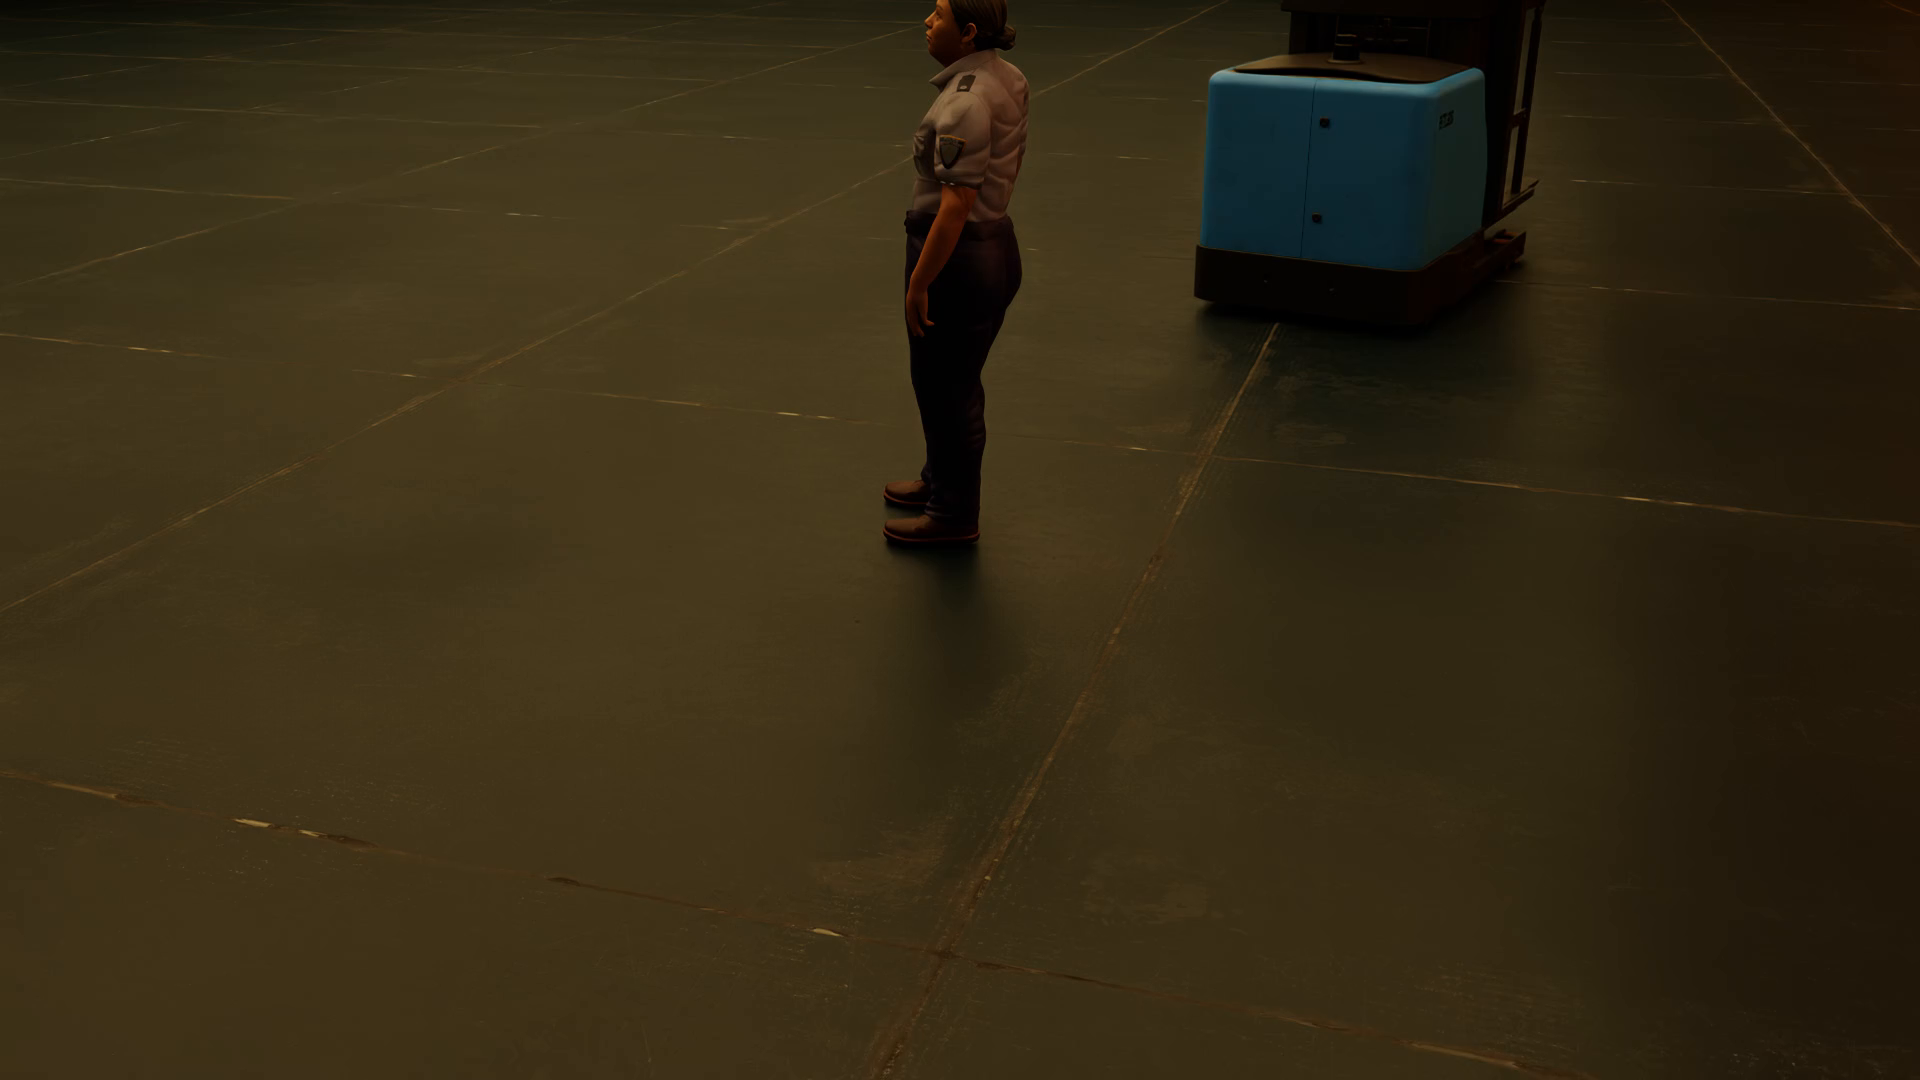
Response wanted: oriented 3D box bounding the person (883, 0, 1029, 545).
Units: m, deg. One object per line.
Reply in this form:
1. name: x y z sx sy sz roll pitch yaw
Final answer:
1. person: -0.079 -0.782 4.851 0.502 1.641 0.598 7 23 16

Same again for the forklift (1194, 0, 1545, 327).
1. forklift: 2.262 -2.794 8.047 1.130 2.935 3.031 13 26 28
